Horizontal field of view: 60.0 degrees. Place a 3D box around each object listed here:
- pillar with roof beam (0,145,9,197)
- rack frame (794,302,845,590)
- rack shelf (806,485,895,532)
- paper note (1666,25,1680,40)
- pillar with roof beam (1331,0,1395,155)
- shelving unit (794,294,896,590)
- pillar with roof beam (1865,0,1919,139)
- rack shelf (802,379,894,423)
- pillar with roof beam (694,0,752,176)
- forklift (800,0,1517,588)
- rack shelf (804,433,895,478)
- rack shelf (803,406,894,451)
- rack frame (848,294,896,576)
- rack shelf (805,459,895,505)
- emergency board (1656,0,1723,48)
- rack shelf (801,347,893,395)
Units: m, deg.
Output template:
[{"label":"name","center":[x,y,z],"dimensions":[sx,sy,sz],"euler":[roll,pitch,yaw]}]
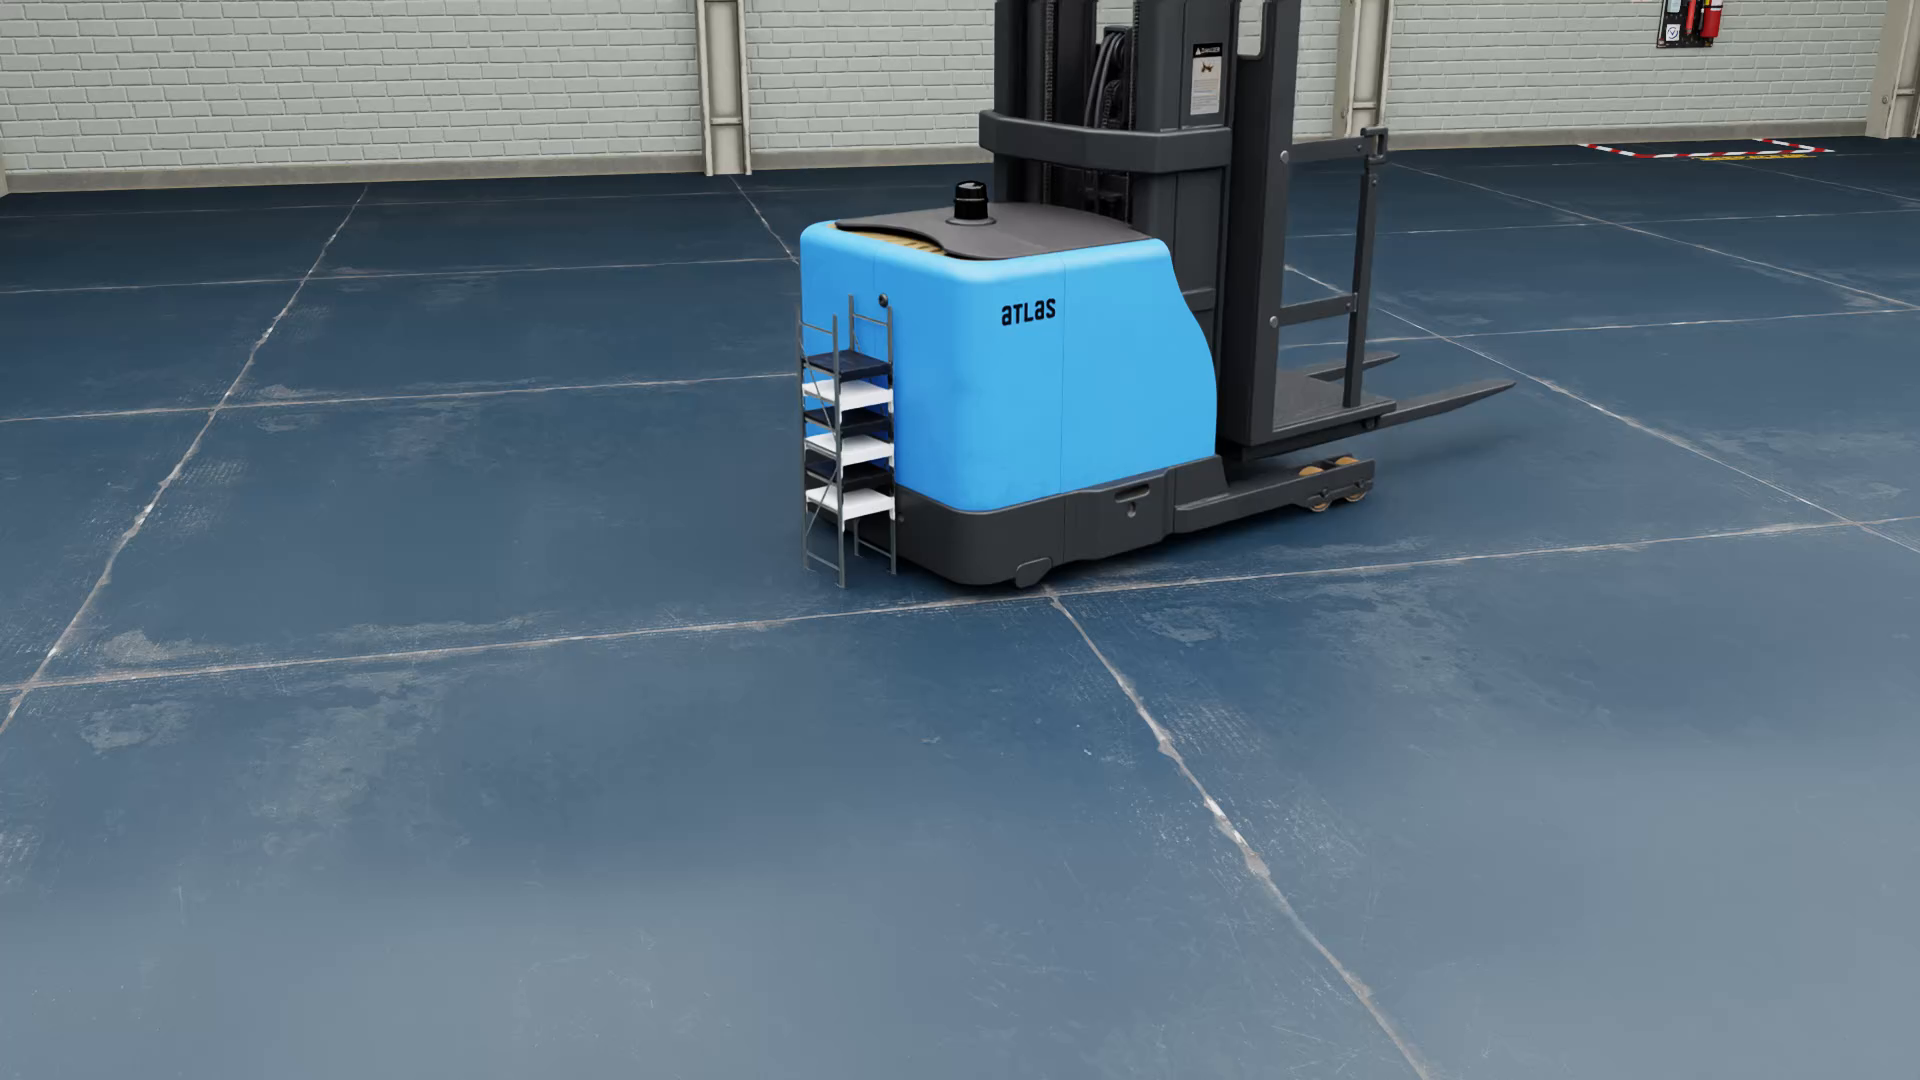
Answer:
[{"label":"pillar with roof beam","center":[-6.895,-5.541,7.859],"dimensions":[0.400,9.000,9.100],"euler":[-5,21,-12]},{"label":"rack frame","center":[-0.448,-0.295,5.312],"dimensions":[0.006,0.900,0.240],"euler":[-15,25,-34]},{"label":"rack shelf","center":[-0.367,-0.116,5.443],"dimensions":[0.200,0.077,0.258],"euler":[-15,25,-34]},{"label":"paper note","center":[7.029,-5.003,16.391],"dimensions":[0.142,0.148,0.016],"euler":[-5,21,-12]},{"label":"pillar with roof beam","center":[4.783,-6.491,10.452],"dimensions":[0.400,9.000,9.100],"euler":[-5,21,-12]},{"label":"shelving unit","center":[-0.367,-0.316,5.370],"dimensions":[0.210,0.900,0.258],"euler":[-15,25,-34]},{"label":"pillar with roof beam","center":[10.622,-6.966,11.748],"dimensions":[0.400,9.000,9.100],"euler":[-5,21,-12]},{"label":"rack shelf","center":[-0.367,-0.454,5.319],"dimensions":[0.200,0.077,0.258],"euler":[-15,25,-34]},{"label":"pillar with roof beam","center":[-1.056,-6.016,9.156],"dimensions":[0.400,9.000,9.100],"euler":[-5,21,-12]},{"label":"forklift","center":[0.928,-1.608,5.944],"dimensions":[3.031,2.935,1.130],"euler":[-15,25,-34]},{"label":"rack shelf","center":[-0.367,-0.285,5.381],"dimensions":[0.200,0.077,0.258],"euler":[-15,25,-34]},{"label":"rack shelf","center":[-0.367,-0.370,5.350],"dimensions":[0.200,0.077,0.258],"euler":[-15,25,-34]},{"label":"rack frame","center":[-0.285,-0.337,5.427],"dimensions":[0.006,0.900,0.240],"euler":[-15,25,-34]},{"label":"rack shelf","center":[-0.367,-0.201,5.412],"dimensions":[0.200,0.077,0.258],"euler":[-15,25,-34]},{"label":"emergency board","center":[7.218,-5.407,16.215],"dimensions":[0.643,1.169,0.194],"euler":[-5,21,-12]},{"label":"rack shelf","center":[-0.367,-0.539,5.288],"dimensions":[0.200,0.077,0.258],"euler":[-15,25,-34]}]
